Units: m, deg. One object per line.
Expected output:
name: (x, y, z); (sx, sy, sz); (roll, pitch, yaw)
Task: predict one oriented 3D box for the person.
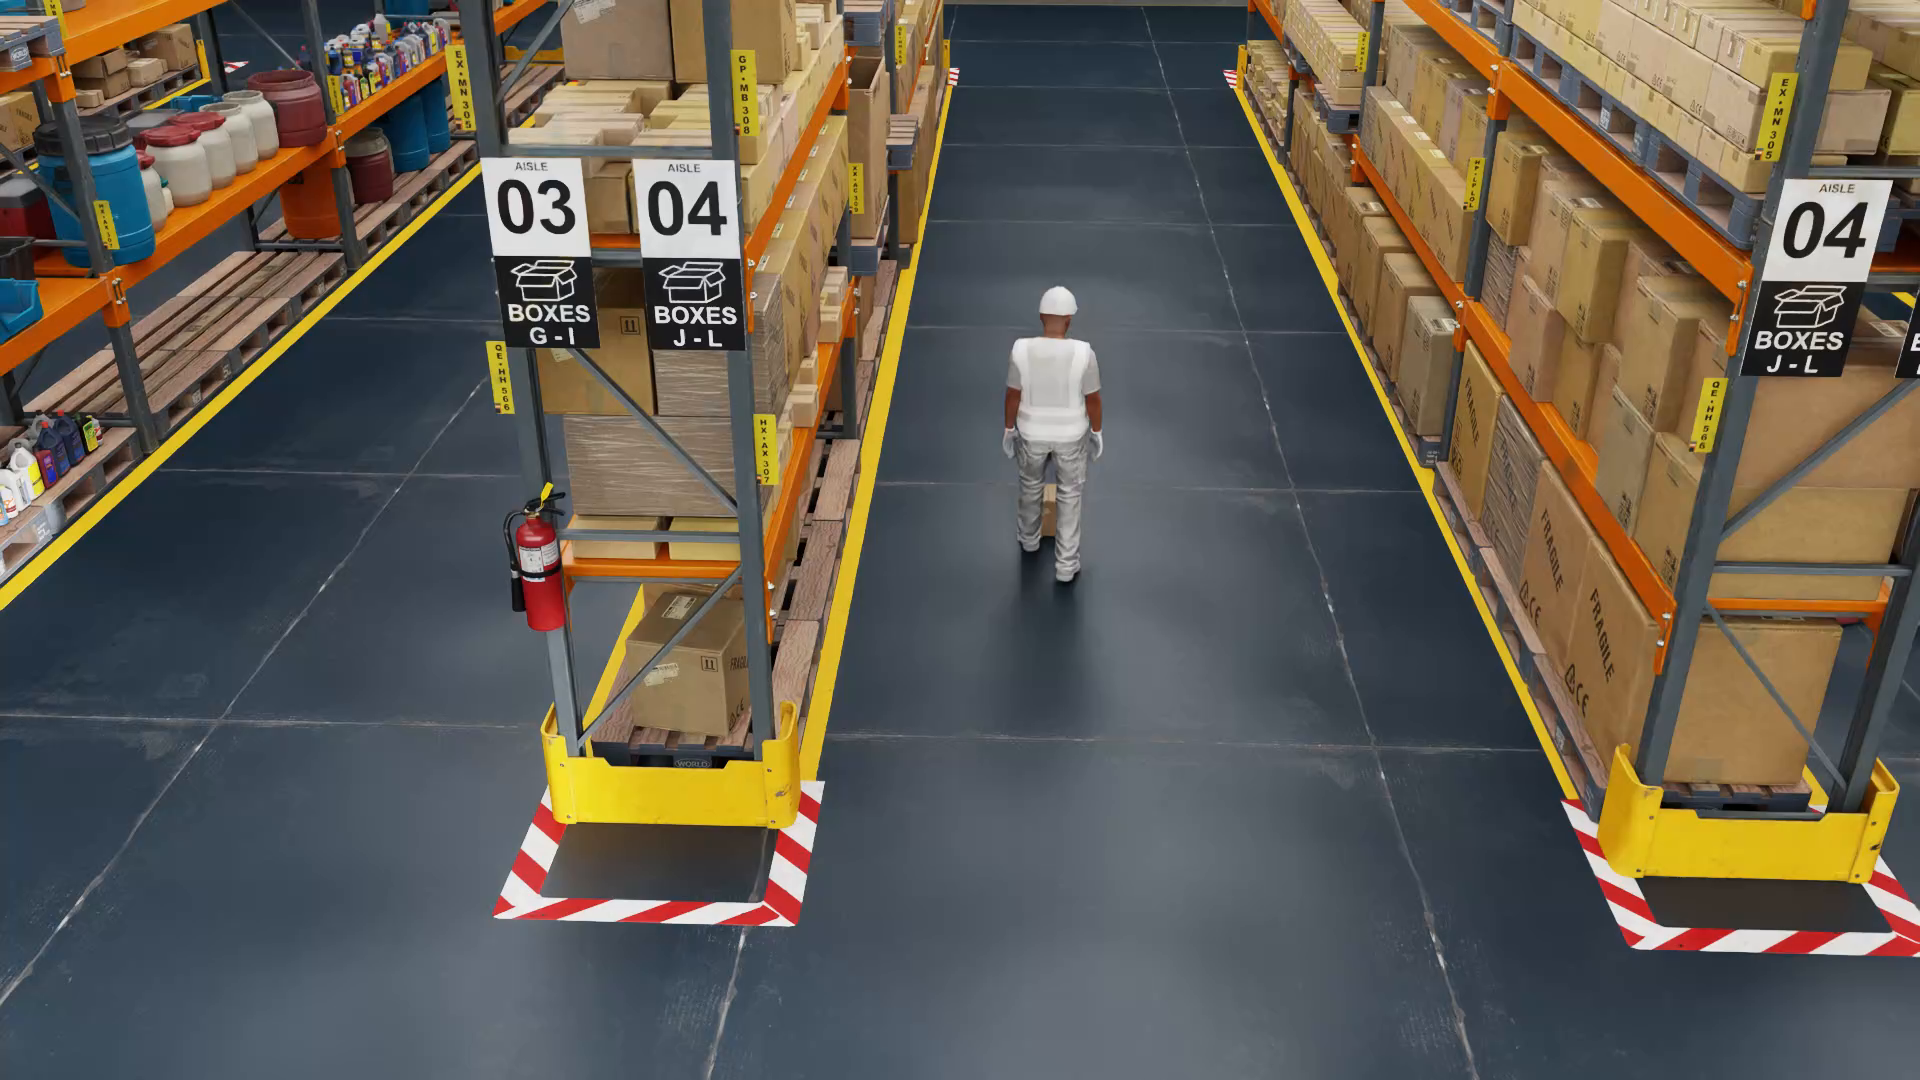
person: (0.564, -0.674, 9.879); (0.590, 1.778, 0.691); (4, 28, 8)
